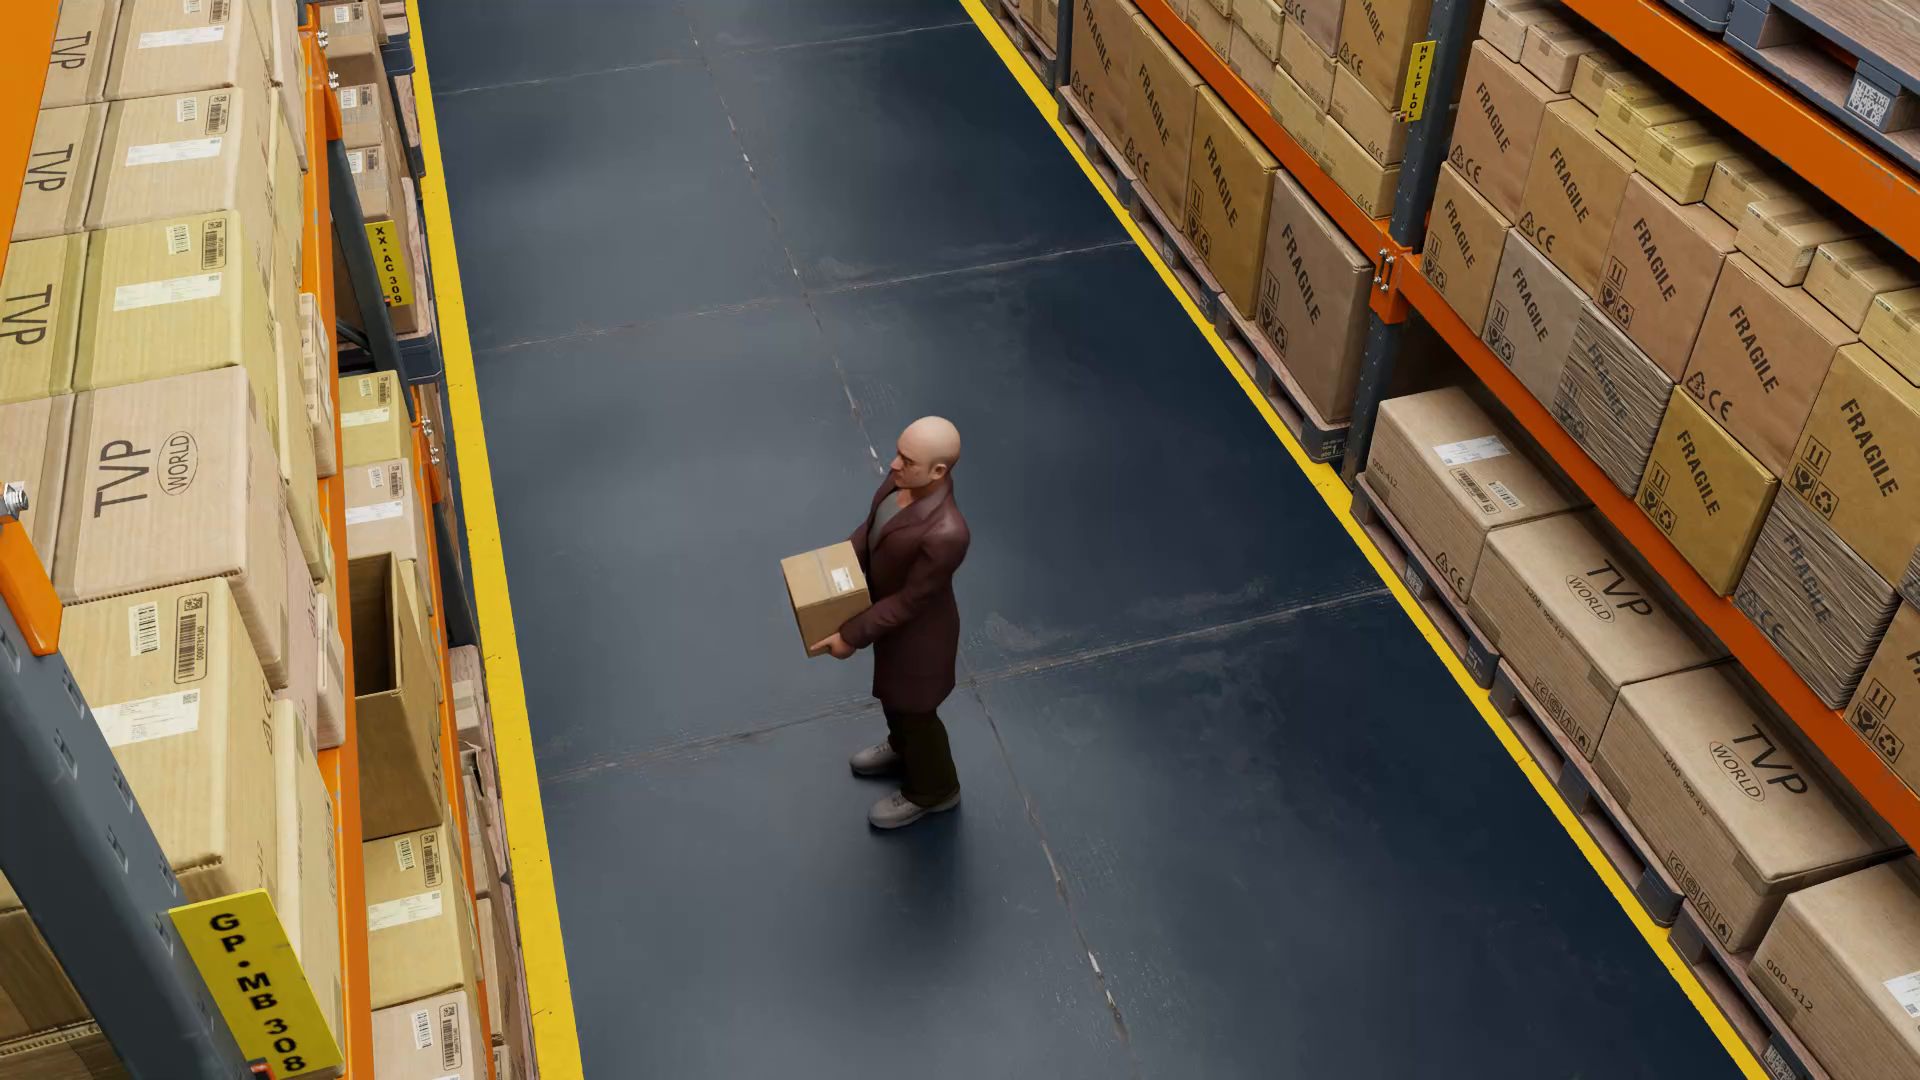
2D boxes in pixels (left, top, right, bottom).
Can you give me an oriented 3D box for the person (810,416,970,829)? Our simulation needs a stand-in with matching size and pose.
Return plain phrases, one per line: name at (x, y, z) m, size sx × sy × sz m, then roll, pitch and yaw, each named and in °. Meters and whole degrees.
person at (-0.270, 0.310, 5.827) m, size 0.563 × 1.770 × 0.530 m, roll -11°, pitch 43°, yaw -12°
